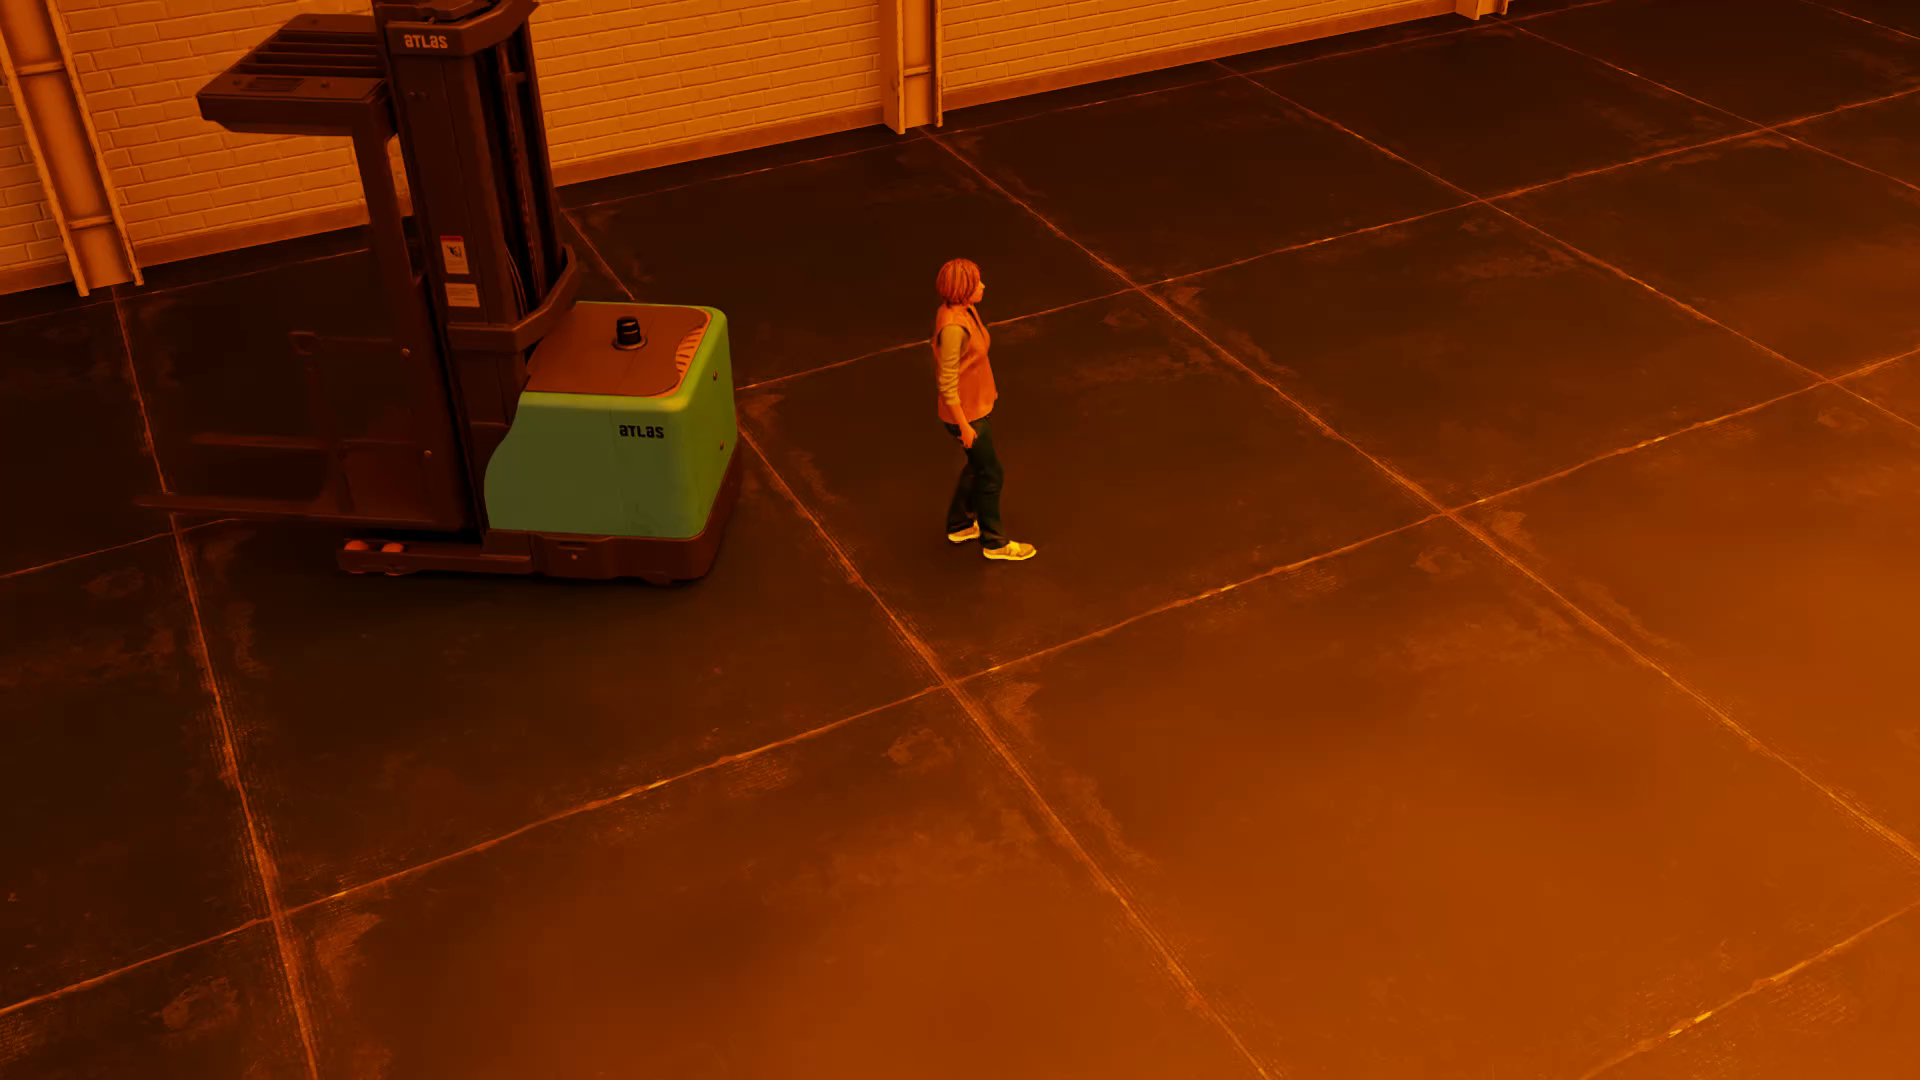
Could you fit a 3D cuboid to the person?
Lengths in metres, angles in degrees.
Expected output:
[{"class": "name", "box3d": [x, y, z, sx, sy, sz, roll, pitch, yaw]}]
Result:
[{"class": "person", "box3d": [0.141, -0.638, 8.201, 0.534, 1.590, 0.516, 5, 36, 7]}]

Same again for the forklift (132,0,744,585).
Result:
[{"class": "forklift", "box3d": [-2.722, -1.315, 7.984, 3.031, 2.935, 1.130, 3, 35, 4]}]
